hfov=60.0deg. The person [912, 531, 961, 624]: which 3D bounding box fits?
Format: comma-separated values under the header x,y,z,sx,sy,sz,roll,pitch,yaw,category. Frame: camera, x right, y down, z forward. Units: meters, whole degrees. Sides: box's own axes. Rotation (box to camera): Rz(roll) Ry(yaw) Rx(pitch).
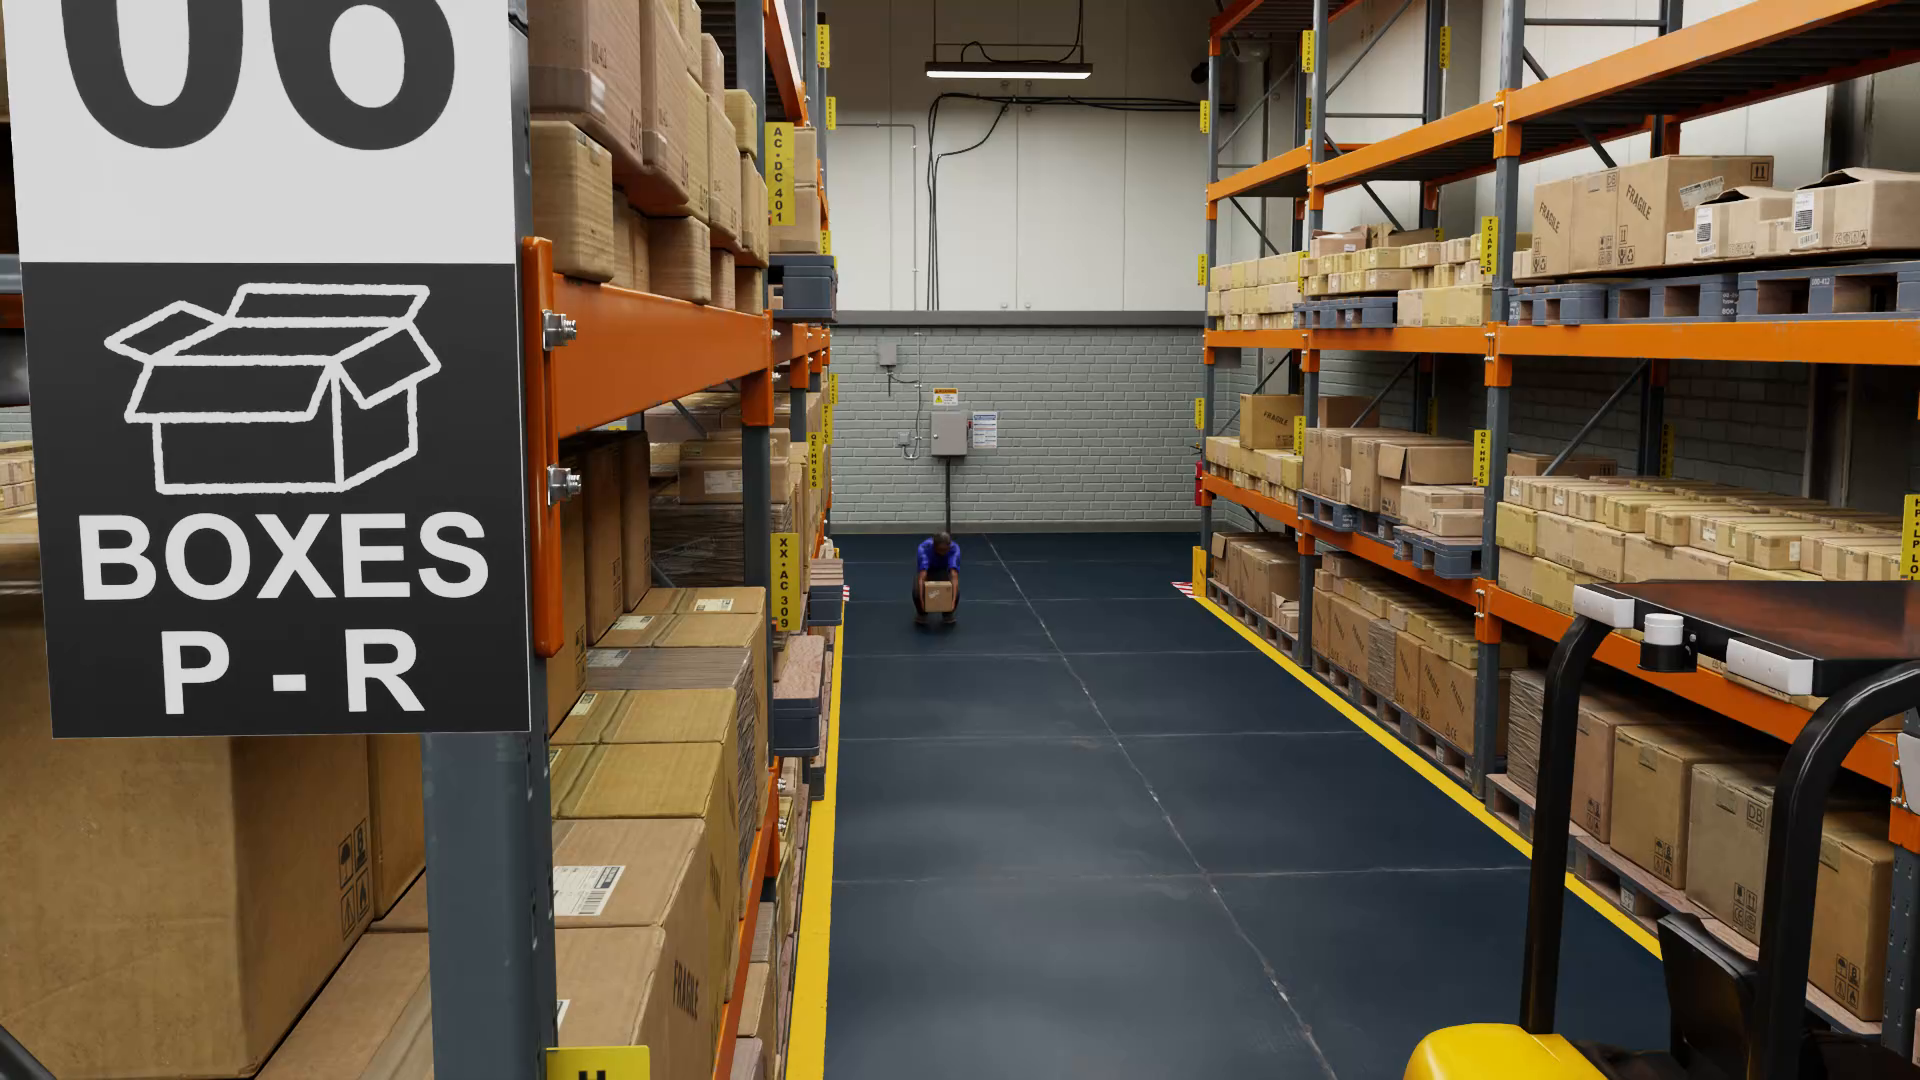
x,y,z,sx,sy,sz,roll,pitch,yaw,category
-0.228,0.352,15.901,0.461,0.943,0.851,0,7,-4,person
